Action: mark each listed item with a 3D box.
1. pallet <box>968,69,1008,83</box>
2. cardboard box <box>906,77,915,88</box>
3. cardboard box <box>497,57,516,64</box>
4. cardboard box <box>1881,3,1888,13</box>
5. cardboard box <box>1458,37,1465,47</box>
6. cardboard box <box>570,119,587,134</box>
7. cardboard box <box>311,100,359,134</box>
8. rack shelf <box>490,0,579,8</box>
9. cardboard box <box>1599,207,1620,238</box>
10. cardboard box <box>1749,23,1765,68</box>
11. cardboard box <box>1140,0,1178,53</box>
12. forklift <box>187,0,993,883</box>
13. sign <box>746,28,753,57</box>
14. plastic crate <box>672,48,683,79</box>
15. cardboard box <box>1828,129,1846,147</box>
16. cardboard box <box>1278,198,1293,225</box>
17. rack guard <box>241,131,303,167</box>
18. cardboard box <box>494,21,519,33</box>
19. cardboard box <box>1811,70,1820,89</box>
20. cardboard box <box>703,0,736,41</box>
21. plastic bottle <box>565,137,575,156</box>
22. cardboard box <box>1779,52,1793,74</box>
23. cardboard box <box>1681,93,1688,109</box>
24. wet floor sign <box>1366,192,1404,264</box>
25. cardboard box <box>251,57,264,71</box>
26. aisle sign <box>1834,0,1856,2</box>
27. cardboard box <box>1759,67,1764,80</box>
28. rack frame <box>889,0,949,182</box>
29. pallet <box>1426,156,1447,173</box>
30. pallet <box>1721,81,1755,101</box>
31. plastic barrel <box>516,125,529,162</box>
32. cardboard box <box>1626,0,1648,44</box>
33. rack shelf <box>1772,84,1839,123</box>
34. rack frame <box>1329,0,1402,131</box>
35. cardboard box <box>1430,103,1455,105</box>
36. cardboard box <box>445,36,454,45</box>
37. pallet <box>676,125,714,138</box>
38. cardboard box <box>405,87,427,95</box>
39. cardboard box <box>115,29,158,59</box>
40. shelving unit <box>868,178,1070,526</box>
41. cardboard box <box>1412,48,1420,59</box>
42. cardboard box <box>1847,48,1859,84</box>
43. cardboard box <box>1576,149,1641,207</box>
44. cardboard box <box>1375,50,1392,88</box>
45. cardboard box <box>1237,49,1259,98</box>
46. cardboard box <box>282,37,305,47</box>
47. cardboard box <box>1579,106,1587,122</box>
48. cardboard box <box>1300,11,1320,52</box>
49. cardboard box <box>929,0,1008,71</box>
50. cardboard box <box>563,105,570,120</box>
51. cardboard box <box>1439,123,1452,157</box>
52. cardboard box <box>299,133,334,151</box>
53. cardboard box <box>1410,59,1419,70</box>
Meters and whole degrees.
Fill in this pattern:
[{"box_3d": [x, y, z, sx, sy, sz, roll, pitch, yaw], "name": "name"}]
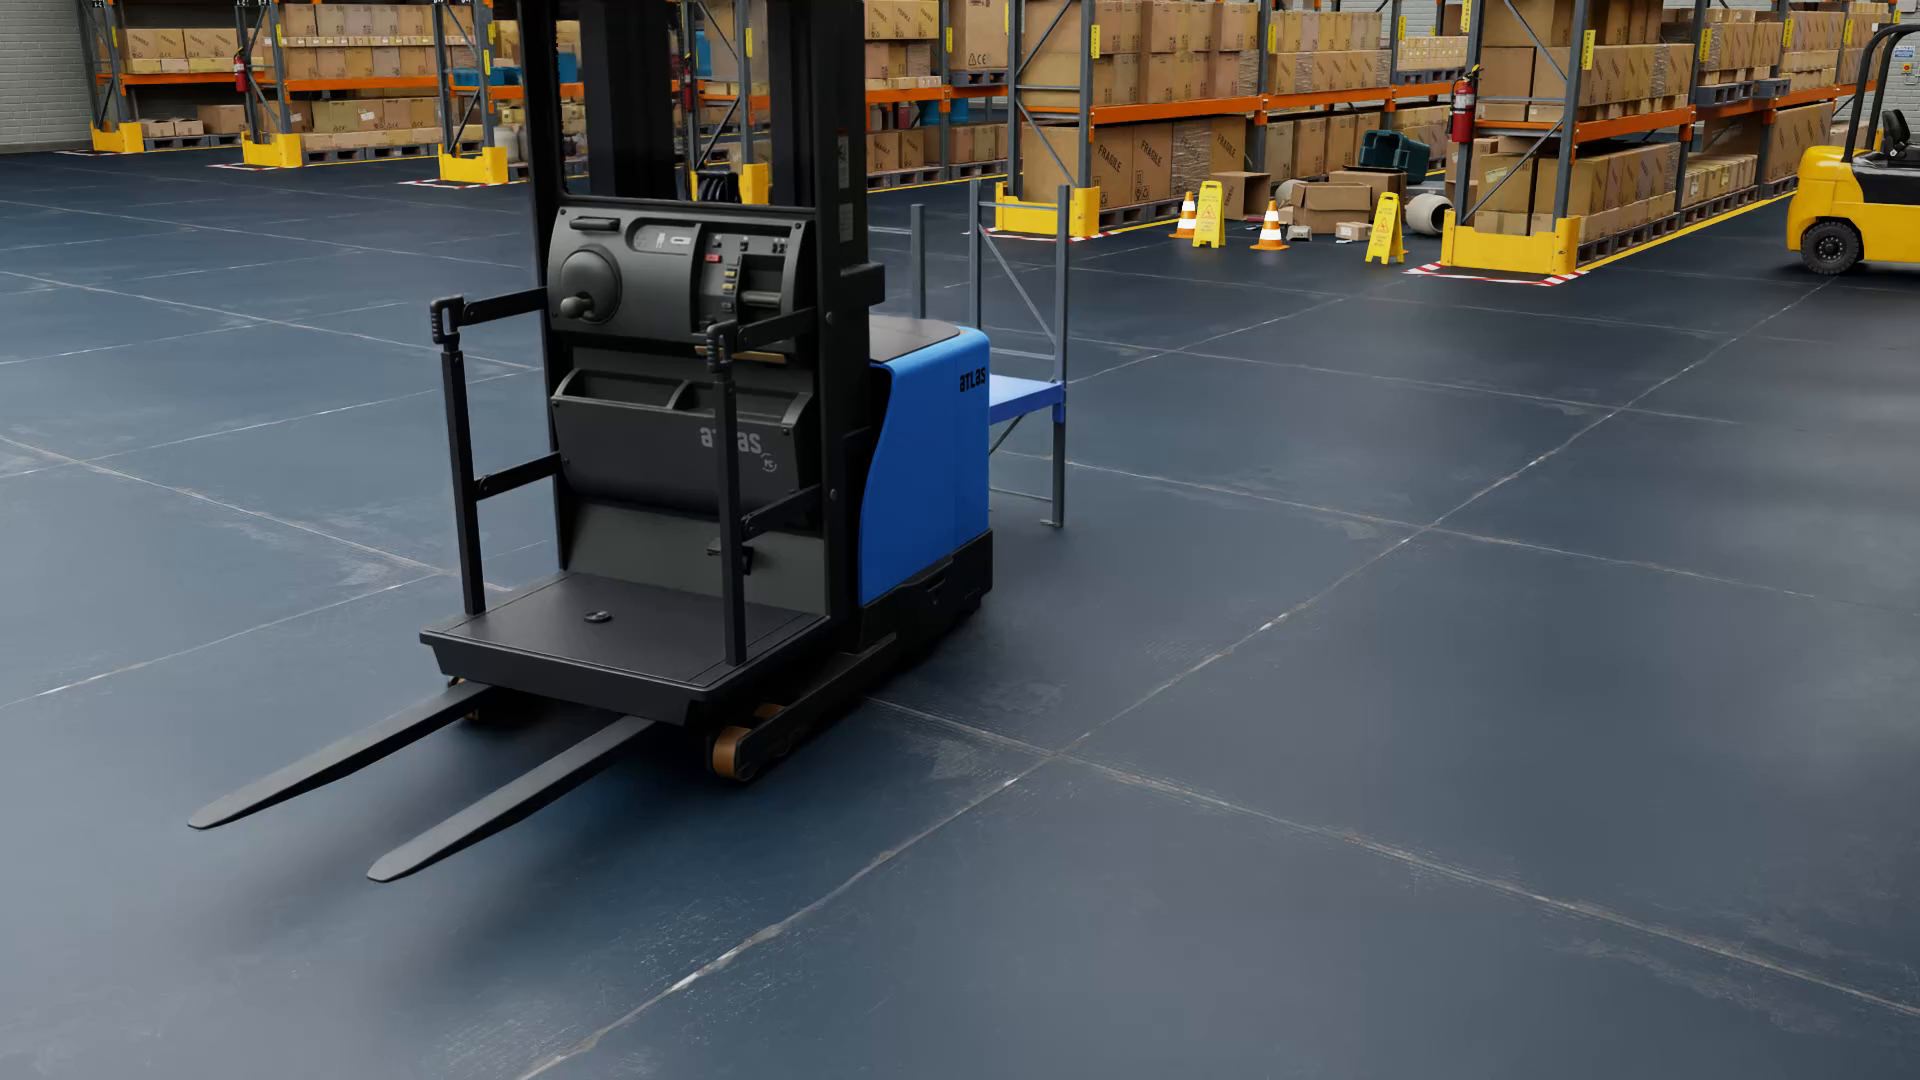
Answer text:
[{"box_3d": [0.645, -7.003, 25.060, 1.003, 0.211, 1.213, 12, 21, 35], "name": "pallet"}, {"box_3d": [-0.838, -6.291, 22.866, 0.380, 0.149, 0.250, 12, 21, 35], "name": "cardboard box"}, {"box_3d": [-8.169, -8.550, 29.944, 0.396, 0.266, 0.258, 12, 21, 33], "name": "cardboard box"}, {"box_3d": [14.246, -8.301, 25.967, 0.380, 0.149, 0.250, 12, 21, 34], "name": "cardboard box"}, {"box_3d": [7.544, -7.672, 25.604, 0.380, 0.149, 0.250, 12, 21, 35], "name": "cardboard box"}, {"box_3d": [-7.190, -7.678, 30.839, 0.500, 0.250, 0.500, 13, 21, 36], "name": "cardboard box"}, {"box_3d": [-10.134, -6.873, 26.981, 0.500, 0.500, 0.500, 12, 21, 35], "name": "cardboard box"}, {"box_3d": [-8.951, -11.764, 36.225, 1.077, 0.370, 4.000, 12, 21, 35], "name": "rack shelf"}, {"box_3d": [5.997, -3.068, 15.992, 0.500, 0.250, 0.500, 13, 22, 37], "name": "cardboard box"}, {"box_3d": [9.104, -5.810, 19.515, 0.500, 0.500, 0.500, 11, 20, 31], "name": "cardboard box"}, {"box_3d": [1.897, -5.693, 18.444, 0.875, 0.550, 0.550, 12, 21, 35], "name": "cardboard box"}, {"box_3d": [-0.981, -0.830, 4.976, 1.130, 2.935, 3.031, 8, 19, 25], "name": "forklift"}, {"box_3d": [-2.539, -5.985, 20.000, 0.100, 0.325, 0.005, 12, 21, 35], "name": "sign"}, {"box_3d": [-4.527, -7.696, 26.860, 0.402, 0.464, 0.583, 12, 21, 35], "name": "plastic crate"}, {"box_3d": [12.594, -5.882, 24.740, 0.875, 0.438, 0.875, 12, 21, 34], "name": "cardboard box"}, {"box_3d": [3.786, -3.679, 18.644, 0.258, 0.266, 0.396, -16, 23, -41], "name": "cardboard box"}, {"box_3d": [-10.943, -6.220, 26.429, 1.175, 0.500, 0.348, 12, 21, 35], "name": "rack guard"}, {"box_3d": [-9.648, -10.826, 35.079, 0.500, 0.250, 0.500, 13, 22, 36], "name": "cardboard box"}, {"box_3d": [11.449, -6.314, 22.771, 0.500, 0.250, 0.500, 12, 21, 33], "name": "cardboard box"}, {"box_3d": [-2.846, -6.510, 20.792, 0.500, 0.500, 0.500, 12, 21, 35], "name": "cardboard box"}, {"box_3d": [-5.953, -6.007, 25.369, 0.061, 0.283, 0.133, 12, 21, 35], "name": "plastic bottle"}, {"box_3d": [10.251, -6.066, 21.130, 0.500, 0.250, 0.500, 12, 21, 34], "name": "cardboard box"}, {"box_3d": [7.420, -4.619, 17.483, 0.380, 0.149, 0.250, 12, 21, 34], "name": "cardboard box"}, {"box_3d": [4.011, -2.936, 15.610, 0.232, 0.644, 0.267, -11, 20, -32], "name": "wet floor sign"}, {"box_3d": [-13.156, -8.778, 30.673, 0.500, 0.250, 0.500, 12, 21, 34], "name": "cardboard box"}, {"box_3d": [14.327, -9.037, 26.904, 0.394, 0.787, 0.004, 12, 21, 35], "name": "aisle sign"}, {"box_3d": [9.372, -5.580, 19.870, 0.380, 0.149, 0.250, 11, 20, 32], "name": "cardboard box"}, {"box_3d": [-0.592, -6.621, 23.505, 1.000, 3.000, 0.127, 12, 21, 35], "name": "rack frame"}, {"box_3d": [6.909, -5.816, 25.617, 1.003, 0.211, 1.213, 12, 21, 35], "name": "pallet"}, {"box_3d": [8.604, -5.252, 19.421, 1.003, 0.211, 1.213, 12, 21, 35], "name": "pallet"}, {"box_3d": [-6.323, -5.845, 24.495, 0.421, 0.512, 0.421, 0, 17, 0], "name": "plastic barrel"}, {"box_3d": [6.609, -5.352, 17.065, 0.700, 0.500, 0.500, 13, 21, 35], "name": "cardboard box"}, {"box_3d": [10.942, -5.955, 22.575, 1.077, 0.370, 4.000, 12, 21, 35], "name": "rack shelf"}, {"box_3d": [5.715, -6.673, 23.673, 1.000, 3.000, 0.127, 12, 21, 35], "name": "rack frame"}, {"box_3d": [7.540, -6.648, 25.837, 0.500, 0.250, 0.500, 14, 22, 37], "name": "cardboard box"}, {"box_3d": [-8.838, -8.505, 28.313, 0.380, 0.149, 0.250, 12, 21, 33], "name": "cardboard box"}, {"box_3d": [-5.687, -8.164, 33.178, 1.003, 0.211, 1.213, 12, 21, 35], "name": "pallet"}, {"box_3d": [-11.222, -9.145, 33.842, 0.500, 0.250, 0.500, 12, 21, 34], "name": "cardboard box"}, {"box_3d": [-14.383, -8.650, 28.996, 0.500, 0.500, 0.500, 12, 21, 35], "name": "cardboard box"}, {"box_3d": [-0.044, -0.702, 6.974, 0.538, 1.500, 1.048, 12, 21, 34], "name": "shelving unit"}, {"box_3d": [6.480, -7.104, 24.276, 0.380, 0.149, 0.250, 12, 21, 33], "name": "cardboard box"}, {"box_3d": [12.927, -7.007, 24.582, 0.500, 0.500, 0.500, 13, 21, 35], "name": "cardboard box"}, {"box_3d": [6.314, -3.555, 16.296, 0.500, 0.500, 0.500, 13, 21, 36], "name": "cardboard box"}, {"box_3d": [5.662, -6.566, 23.160, 0.500, 0.500, 0.500, 12, 21, 35], "name": "cardboard box"}, {"box_3d": [3.121, -5.702, 20.293, 0.875, 0.550, 0.550, 12, 21, 35], "name": "cardboard box"}, {"box_3d": [-10.522, -7.832, 26.145, 0.380, 0.149, 0.250, 12, 21, 34], "name": "cardboard box"}, {"box_3d": [5.491, -3.904, 15.180, 0.380, 0.149, 0.250, 13, 21, 35], "name": "cardboard box"}, {"box_3d": [4.229, -6.608, 21.609, 0.700, 0.500, 0.500, 13, 21, 35], "name": "cardboard box"}, {"box_3d": [-0.006, -7.272, 23.884, 1.000, 1.000, 1.000, 13, 21, 35], "name": "cardboard box"}, {"box_3d": [-7.489, -7.823, 30.361, 0.500, 0.311, 0.500, 12, 21, 33], "name": "cardboard box"}, {"box_3d": [7.244, -6.168, 25.554, 0.500, 0.500, 0.500, 12, 21, 34], "name": "cardboard box"}, {"box_3d": [-10.431, -6.395, 26.707, 0.500, 0.250, 0.500, 12, 21, 35], "name": "cardboard box"}, {"box_3d": [6.464, -6.952, 24.289, 0.380, 0.149, 0.250, 14, 22, 37], "name": "cardboard box"}]
